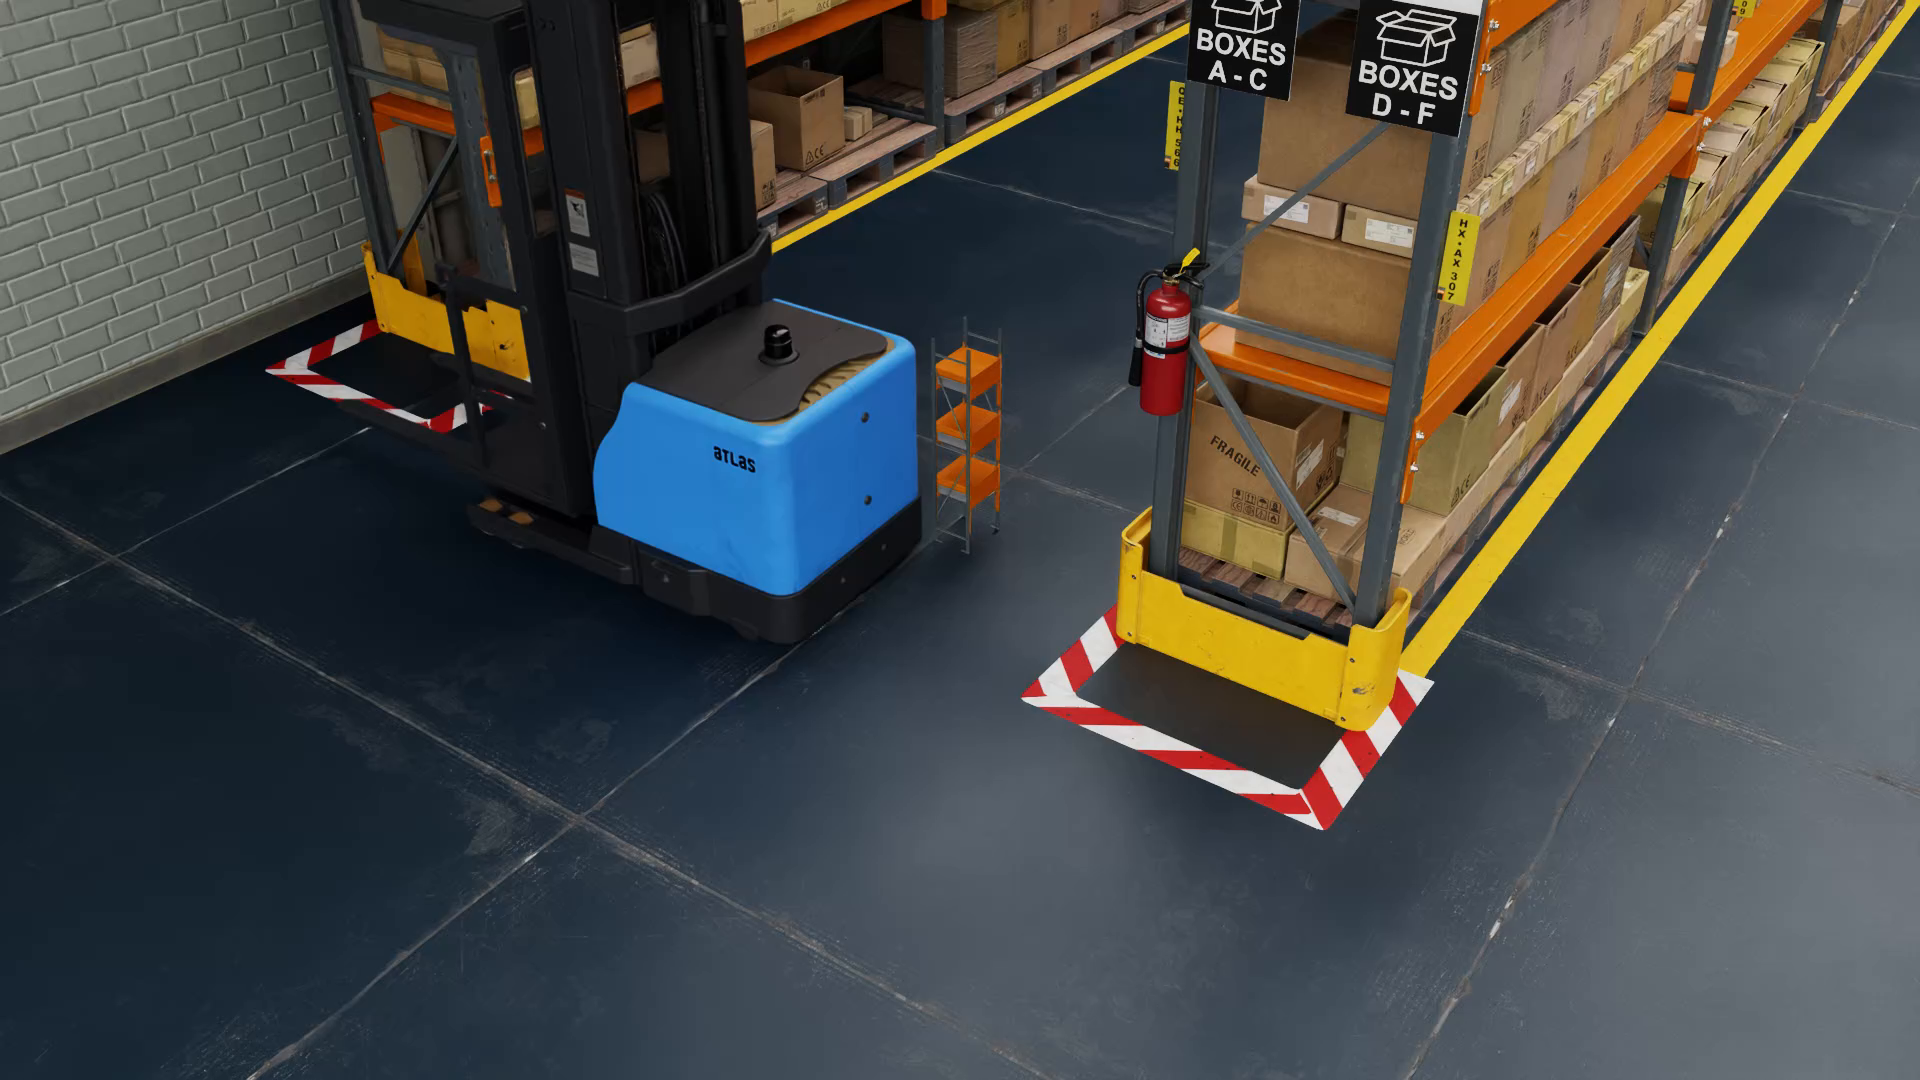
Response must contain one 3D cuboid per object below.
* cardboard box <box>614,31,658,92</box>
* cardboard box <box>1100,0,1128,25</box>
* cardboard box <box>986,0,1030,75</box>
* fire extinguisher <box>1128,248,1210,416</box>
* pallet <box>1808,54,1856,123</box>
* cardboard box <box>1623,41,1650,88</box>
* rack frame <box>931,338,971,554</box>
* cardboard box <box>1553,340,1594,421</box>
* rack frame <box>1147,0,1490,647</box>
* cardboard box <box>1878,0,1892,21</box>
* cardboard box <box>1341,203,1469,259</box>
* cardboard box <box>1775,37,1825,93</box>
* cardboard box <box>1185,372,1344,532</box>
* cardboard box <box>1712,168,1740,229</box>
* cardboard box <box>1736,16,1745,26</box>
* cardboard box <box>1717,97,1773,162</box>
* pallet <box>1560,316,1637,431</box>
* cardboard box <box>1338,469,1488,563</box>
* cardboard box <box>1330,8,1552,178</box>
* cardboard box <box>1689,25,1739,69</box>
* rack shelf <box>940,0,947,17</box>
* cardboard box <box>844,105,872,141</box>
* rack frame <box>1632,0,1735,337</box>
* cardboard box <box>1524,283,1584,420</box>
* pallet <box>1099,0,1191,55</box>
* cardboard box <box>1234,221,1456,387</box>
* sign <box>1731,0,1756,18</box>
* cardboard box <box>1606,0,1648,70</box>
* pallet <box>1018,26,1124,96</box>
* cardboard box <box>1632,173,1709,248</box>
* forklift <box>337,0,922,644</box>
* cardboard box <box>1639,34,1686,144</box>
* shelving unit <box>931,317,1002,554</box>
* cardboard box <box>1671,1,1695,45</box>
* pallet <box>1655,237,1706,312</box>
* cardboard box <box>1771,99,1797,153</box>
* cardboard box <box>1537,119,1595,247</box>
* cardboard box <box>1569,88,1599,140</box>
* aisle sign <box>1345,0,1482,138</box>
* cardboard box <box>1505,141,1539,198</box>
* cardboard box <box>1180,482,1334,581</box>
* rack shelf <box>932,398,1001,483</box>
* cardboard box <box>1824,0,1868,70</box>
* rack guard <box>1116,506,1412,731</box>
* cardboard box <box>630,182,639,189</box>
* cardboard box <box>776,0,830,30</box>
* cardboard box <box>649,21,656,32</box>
[{"bbox_3d":[-2.012,-2.636,9.086,0.500,0.250,0.500,20,39,27],"label":"cardboard box"},{"bbox_3d":[0.970,-4.603,13.718,0.700,0.500,0.500,21,39,28],"label":"cardboard box"},{"bbox_3d":[0.105,-3.908,12.690,0.700,0.500,0.500,20,39,27],"label":"cardboard box"},{"bbox_3d":[0.788,-0.804,6.331,0.296,0.674,0.183,21,39,28],"label":"fire extinguisher"},{"bbox_3d":[6.255,-3.600,12.885,1.003,0.211,1.213,21,39,28],"label":"pallet"},{"bbox_3d":[2.957,-2.232,7.704,0.380,0.149,0.250,21,39,28],"label":"cardboard box"},{"bbox_3d":[-0.039,-0.403,7.409,0.200,1.050,0.008,21,39,28],"label":"rack frame"},{"bbox_3d":[2.866,-0.873,8.443,0.500,0.250,0.500,21,39,28],"label":"cardboard box"},{"bbox_3d":[1.237,-0.742,6.170,1.000,3.000,0.127,21,39,28],"label":"rack frame"},{"bbox_3d":[7.458,-4.637,13.768,0.500,0.500,0.500,22,40,29],"label":"cardboard box"},{"bbox_3d":[1.637,-1.164,6.125,0.380,0.149,0.250,21,39,28],"label":"cardboard box"},{"bbox_3d":[5.702,-3.371,11.637,0.500,0.311,0.500,22,40,29],"label":"cardboard box"},{"bbox_3d":[1.298,-0.430,7.118,0.500,0.500,0.500,21,39,28],"label":"cardboard box"},{"bbox_3d":[4.537,-2.199,10.403,0.500,0.250,0.500,20,39,27],"label":"cardboard box"},{"bbox_3d":[4.555,-3.446,10.078,0.500,0.500,0.500,21,39,28],"label":"cardboard box"},{"bbox_3d":[4.833,-2.669,10.598,0.500,0.311,0.500,22,40,29],"label":"cardboard box"},{"bbox_3d":[3.030,-1.075,9.152,1.003,0.211,1.213,21,39,28],"label":"pallet"},{"bbox_3d":[2.007,-0.184,7.424,0.500,0.250,0.500,21,39,28],"label":"cardboard box"},{"bbox_3d":[1.839,-1.800,6.487,0.700,0.500,0.500,20,39,27],"label":"cardboard box"},{"bbox_3d":[4.191,-2.821,9.469,0.380,0.149,0.250,21,39,28],"label":"cardboard box"},{"bbox_3d":[0.586,-4.786,12.792,1.077,0.370,4.000,21,39,28],"label":"rack shelf"},{"bbox_3d":[-0.835,-2.916,11.521,0.380,0.166,0.250,16,37,22],"label":"cardboard box"},{"bbox_3d":[3.517,-2.583,8.892,1.000,3.000,0.127,21,39,28],"label":"rack frame"},{"bbox_3d":[2.583,-0.953,7.892,0.500,0.500,0.500,21,39,28],"label":"cardboard box"},{"bbox_3d":[1.280,-4.490,14.201,1.003,0.211,1.213,21,39,28],"label":"pallet"},{"bbox_3d":[1.513,-0.994,6.454,0.700,0.500,0.500,21,39,28],"label":"cardboard box"},{"bbox_3d":[3.974,-2.798,8.366,0.100,0.325,0.005,21,39,28],"label":"sign"},{"bbox_3d":[2.696,-2.492,7.511,0.700,0.500,0.500,21,39,28],"label":"cardboard box"},{"bbox_3d":[0.584,-3.931,13.374,1.003,0.211,1.213,21,39,28],"label":"pallet"},{"bbox_3d":[3.958,-1.961,9.551,0.500,0.311,0.500,21,40,28],"label":"cardboard box"},{"bbox_3d":[-1.688,-1.405,7.211,3.031,2.935,1.130,20,39,27],"label":"forklift"},{"bbox_3d":[3.270,-2.418,8.559,0.700,0.500,0.500,20,39,27],"label":"cardboard box"},{"bbox_3d":[0.031,-0.460,7.492,0.215,1.050,0.252,21,39,28],"label":"shelving unit"},{"bbox_3d":[3.396,-2.586,8.229,0.380,0.149,0.250,20,39,27],"label":"cardboard box"},{"bbox_3d":[3.905,-1.779,10.193,1.003,0.211,1.213,21,39,28],"label":"pallet"},{"bbox_3d":[5.408,-2.900,11.441,0.500,0.250,0.500,21,39,28],"label":"cardboard box"},{"bbox_3d":[2.394,-1.708,7.508,0.700,0.500,0.500,23,40,30],"label":"cardboard box"},{"bbox_3d":[2.514,-1.871,7.171,0.380,0.149,0.250,22,40,29],"label":"cardboard box"},{"bbox_3d":[1.451,-1.691,5.252,0.394,0.787,0.004,21,39,28],"label":"aisle sign"},{"bbox_3d":[2.075,-1.516,6.646,0.380,0.149,0.250,21,39,28],"label":"cardboard box"},{"bbox_3d":[1.300,-0.118,7.327,0.500,0.250,0.500,21,39,28],"label":"cardboard box"},{"bbox_3d":[0.031,-0.451,7.498,0.215,0.259,0.240,21,39,28],"label":"rack shelf"},{"bbox_3d":[6.586,-3.932,12.725,0.500,0.500,0.500,20,39,27],"label":"cardboard box"},{"bbox_3d":[1.223,0.304,6.854,1.175,0.500,0.348,21,39,28],"label":"rack guard"},{"bbox_3d":[-2.041,-1.943,9.953,0.500,0.311,0.500,25,41,32],"label":"cardboard box"},{"bbox_3d":[-1.140,-3.332,10.115,0.500,0.250,0.500,21,39,28],"label":"cardboard box"},{"bbox_3d":[-1.726,-3.163,9.197,0.500,0.500,0.500,20,39,27],"label":"cardboard box"}]
